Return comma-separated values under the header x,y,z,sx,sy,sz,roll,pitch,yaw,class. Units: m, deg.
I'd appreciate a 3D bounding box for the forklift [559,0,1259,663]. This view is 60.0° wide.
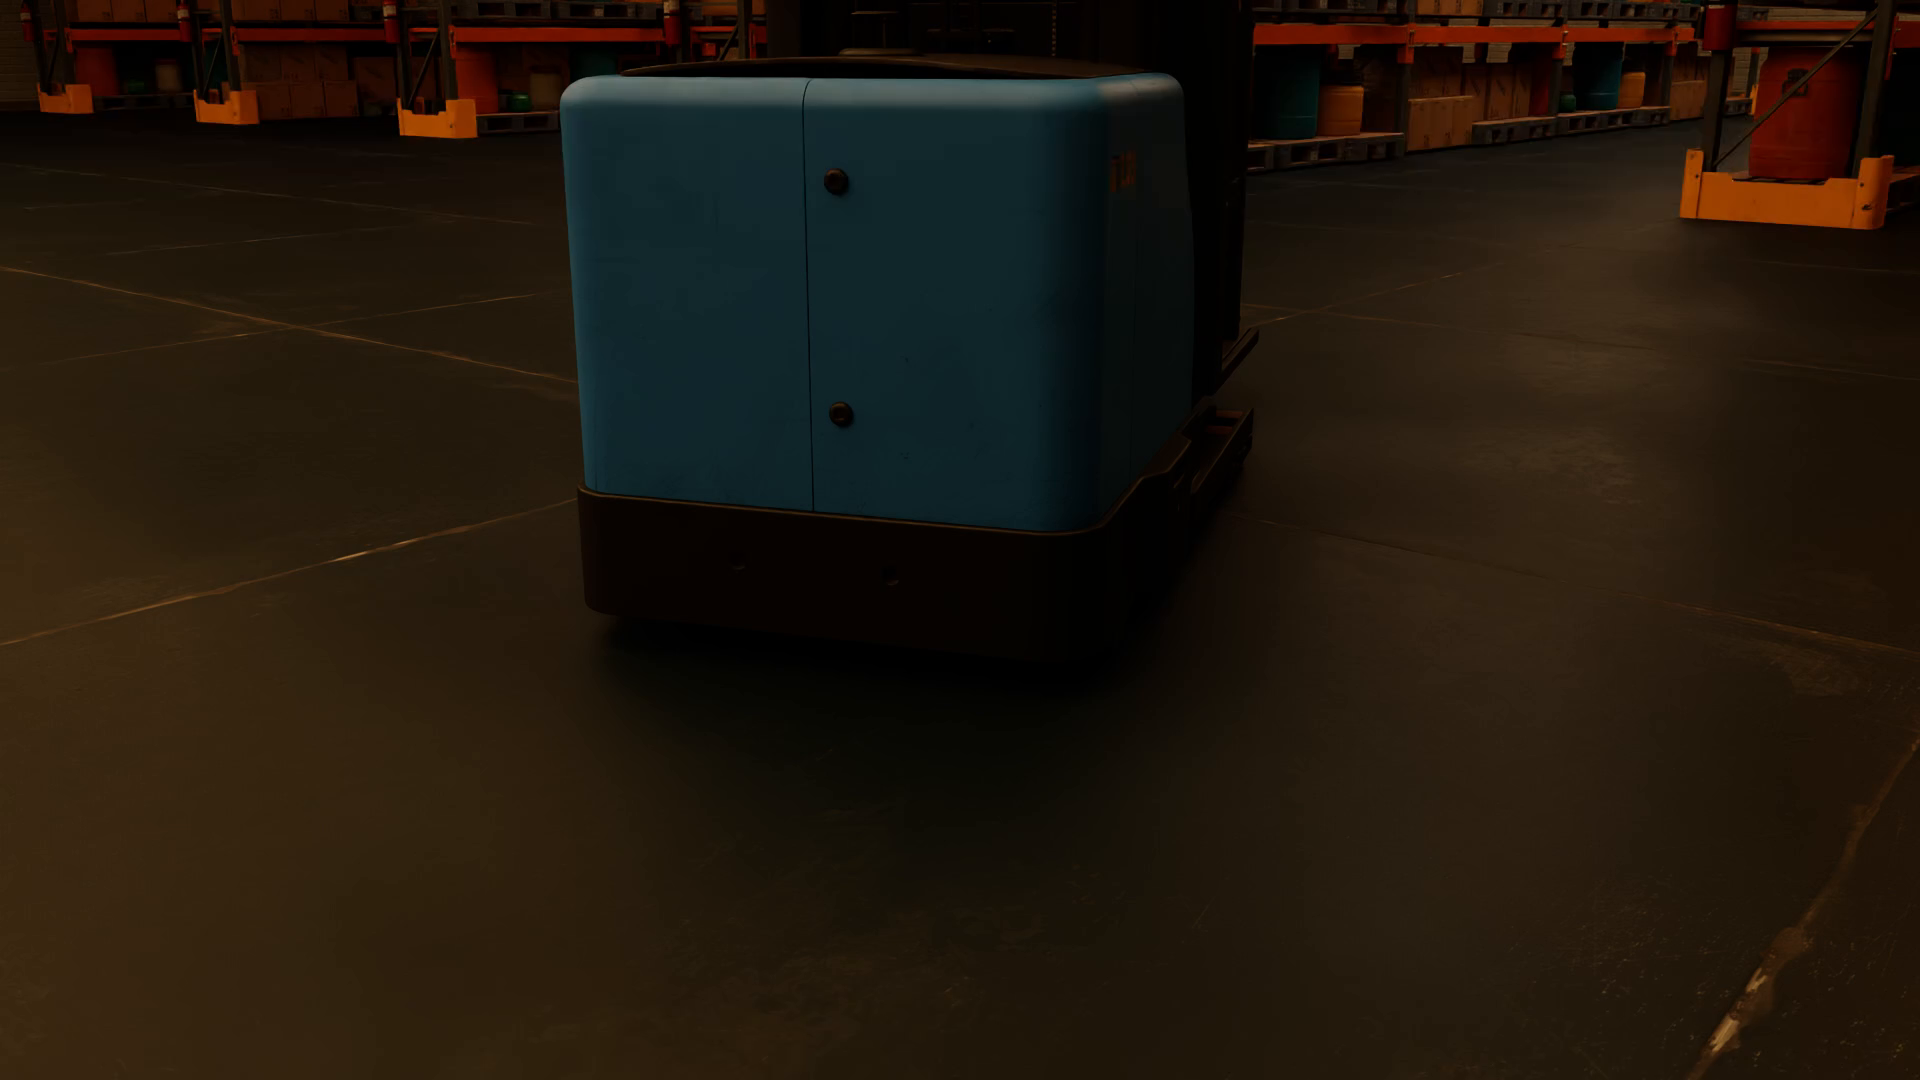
x,y,z,sx,sy,sz,roll,pitch,yaw,class
0.182,-1.571,4.072,1.130,2.935,3.031,5,18,17,forklift
